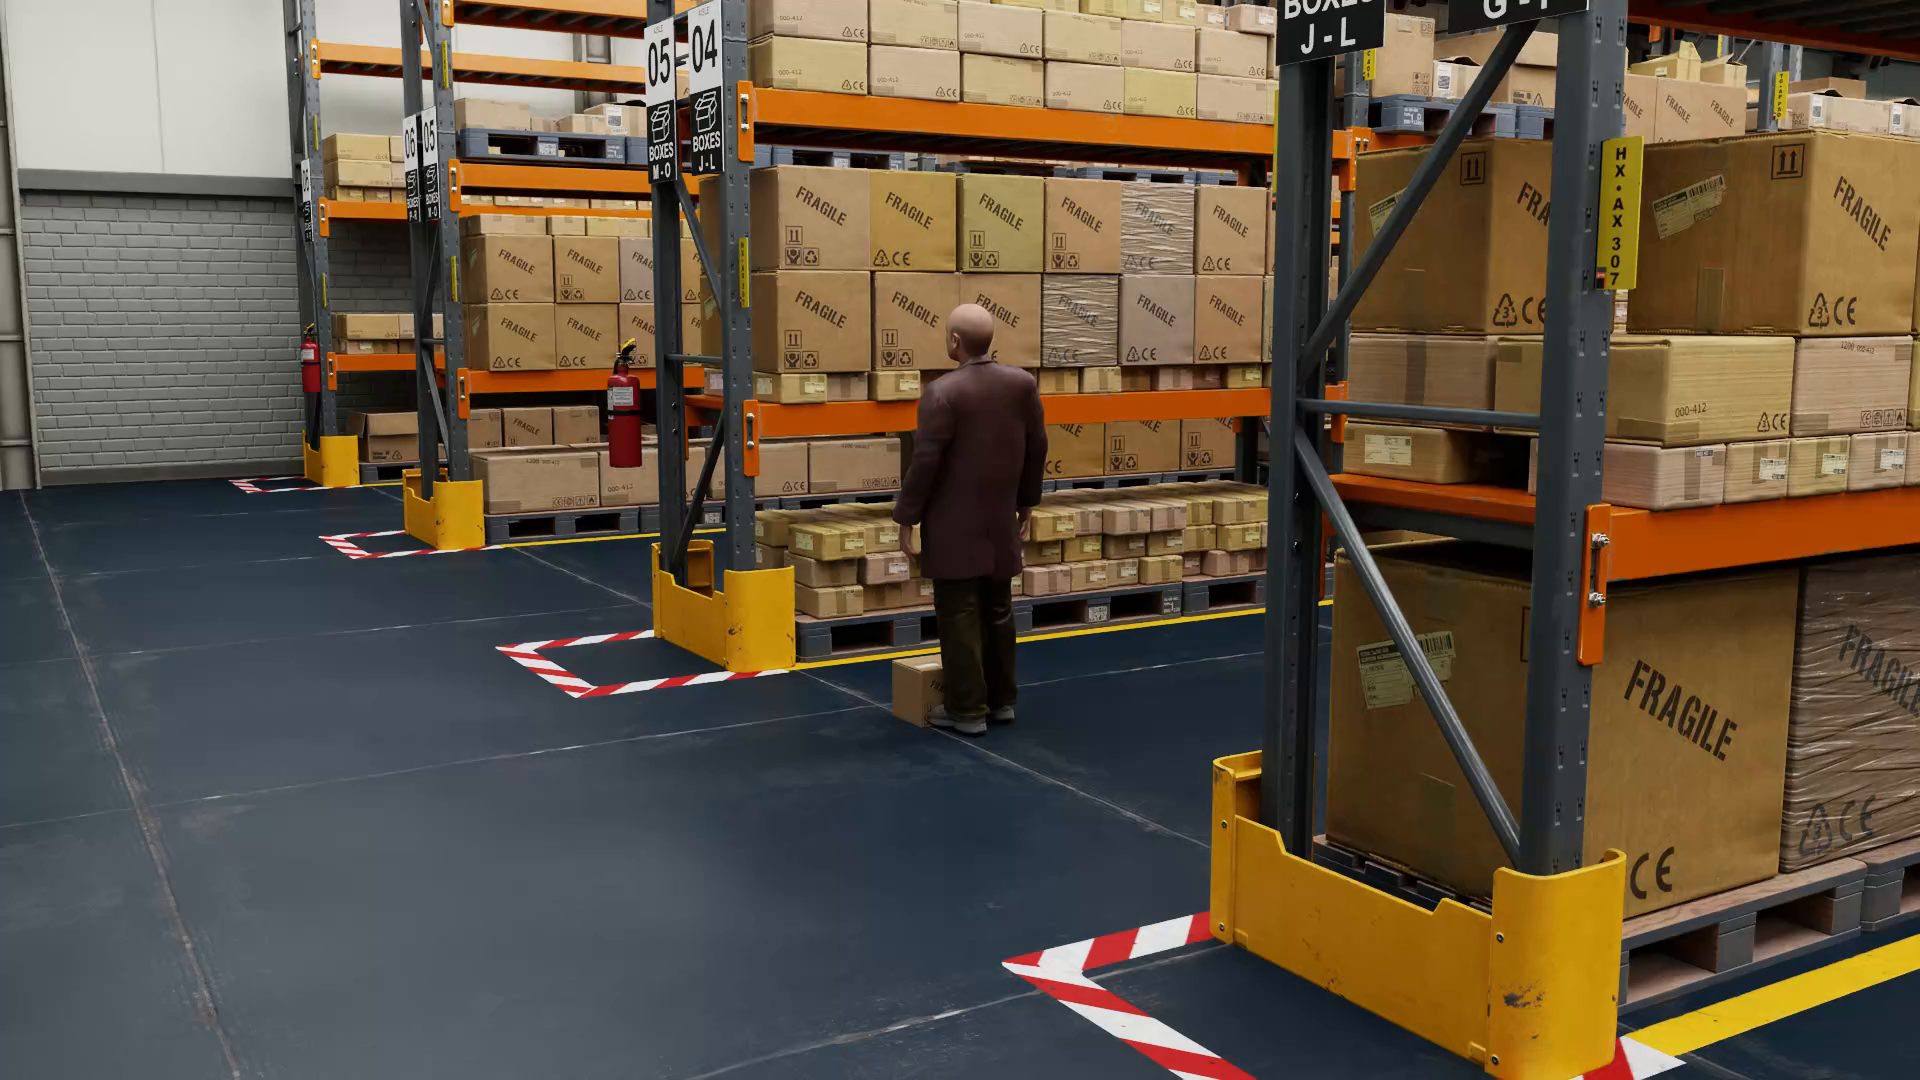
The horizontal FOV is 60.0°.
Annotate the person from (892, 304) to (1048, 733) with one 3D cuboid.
[{"bbox_3d":[-0.004,-0.091,6.954,0.697,1.776,0.581,-5,9,-31],"label":"person"}]
